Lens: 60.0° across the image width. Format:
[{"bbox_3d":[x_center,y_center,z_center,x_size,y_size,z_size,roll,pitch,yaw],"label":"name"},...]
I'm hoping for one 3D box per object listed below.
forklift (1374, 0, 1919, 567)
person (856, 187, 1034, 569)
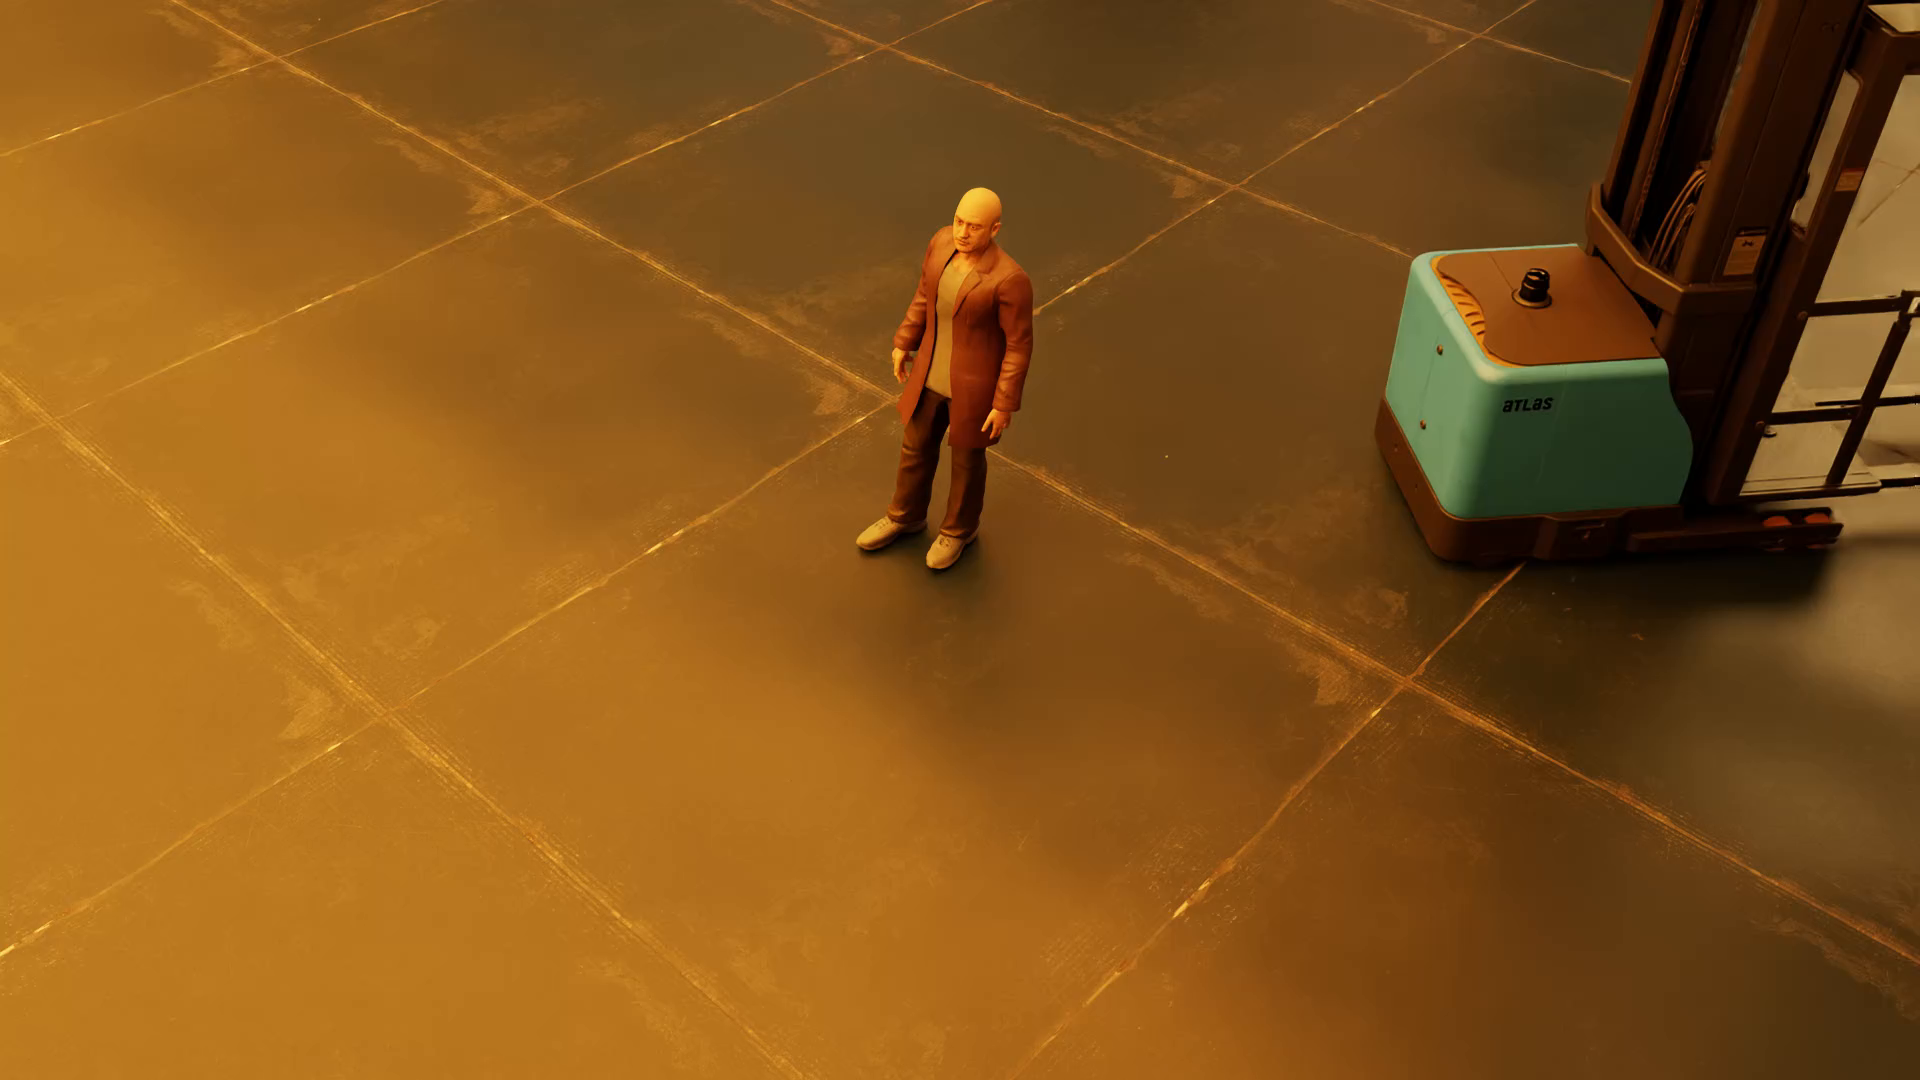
[{"bbox_3d":[3.586,-1.399,7.059,3.031,2.935,1.130,-4,41,-5],"label":"forklift"},{"bbox_3d":[-0.065,-0.638,7.046,0.698,1.778,0.579,31,49,31],"label":"person"}]
